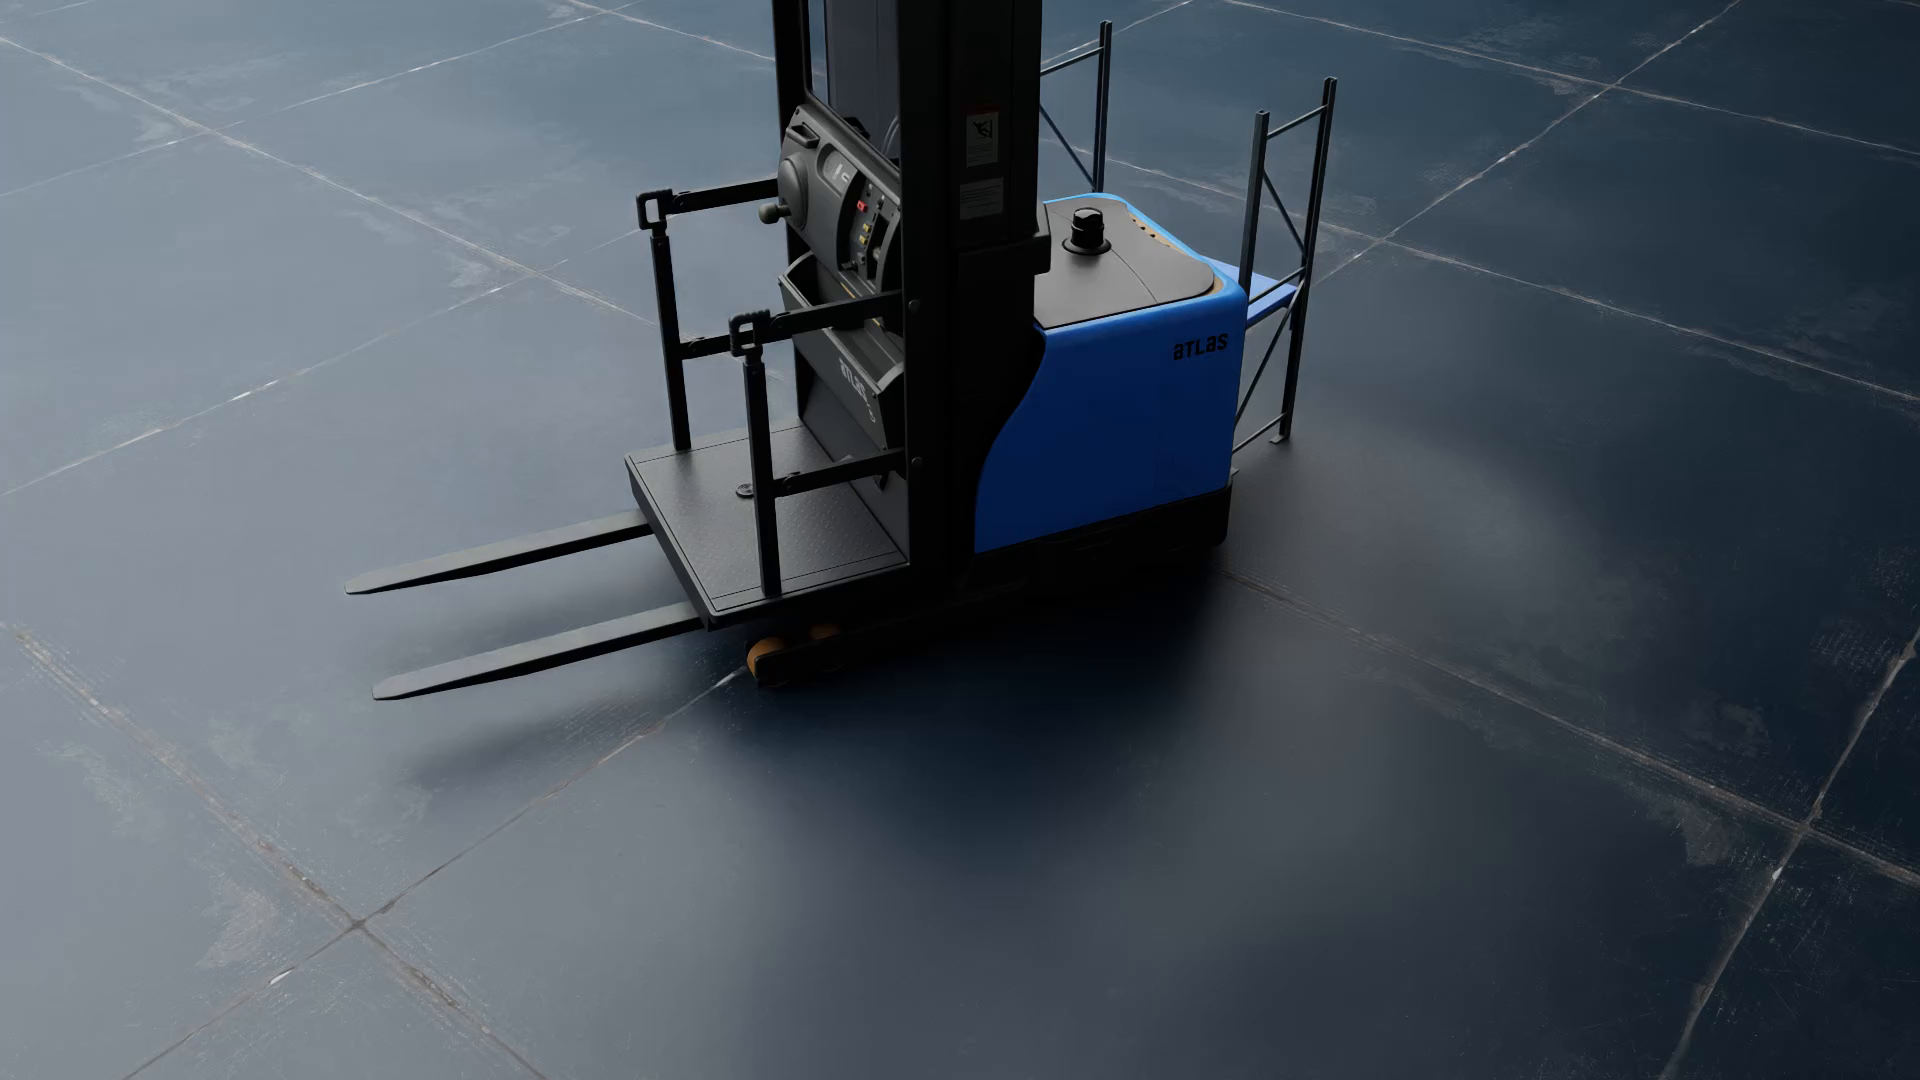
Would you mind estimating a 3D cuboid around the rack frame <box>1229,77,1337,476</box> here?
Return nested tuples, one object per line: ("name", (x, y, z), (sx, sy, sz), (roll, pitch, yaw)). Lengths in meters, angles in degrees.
("rack frame", (1.195, -0.958, 6.318), (0.032, 1.500, 0.500), (26, 42, 33))

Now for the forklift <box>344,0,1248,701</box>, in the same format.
("forklift", (-0.573, -1.060, 5.204), (3.031, 2.935, 1.130), (-15, 37, -20))

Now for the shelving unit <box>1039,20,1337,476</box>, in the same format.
("shelving unit", (0.811, -1.147, 6.593), (1.048, 1.500, 0.538), (26, 42, 33))

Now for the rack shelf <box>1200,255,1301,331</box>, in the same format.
("rack shelf", (0.811, -0.998, 6.694), (1.000, 0.185, 0.538), (26, 42, 33))

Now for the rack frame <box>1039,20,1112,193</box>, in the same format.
("rack frame", (0.427, -1.335, 6.867), (0.032, 1.500, 0.500), (26, 42, 33))
